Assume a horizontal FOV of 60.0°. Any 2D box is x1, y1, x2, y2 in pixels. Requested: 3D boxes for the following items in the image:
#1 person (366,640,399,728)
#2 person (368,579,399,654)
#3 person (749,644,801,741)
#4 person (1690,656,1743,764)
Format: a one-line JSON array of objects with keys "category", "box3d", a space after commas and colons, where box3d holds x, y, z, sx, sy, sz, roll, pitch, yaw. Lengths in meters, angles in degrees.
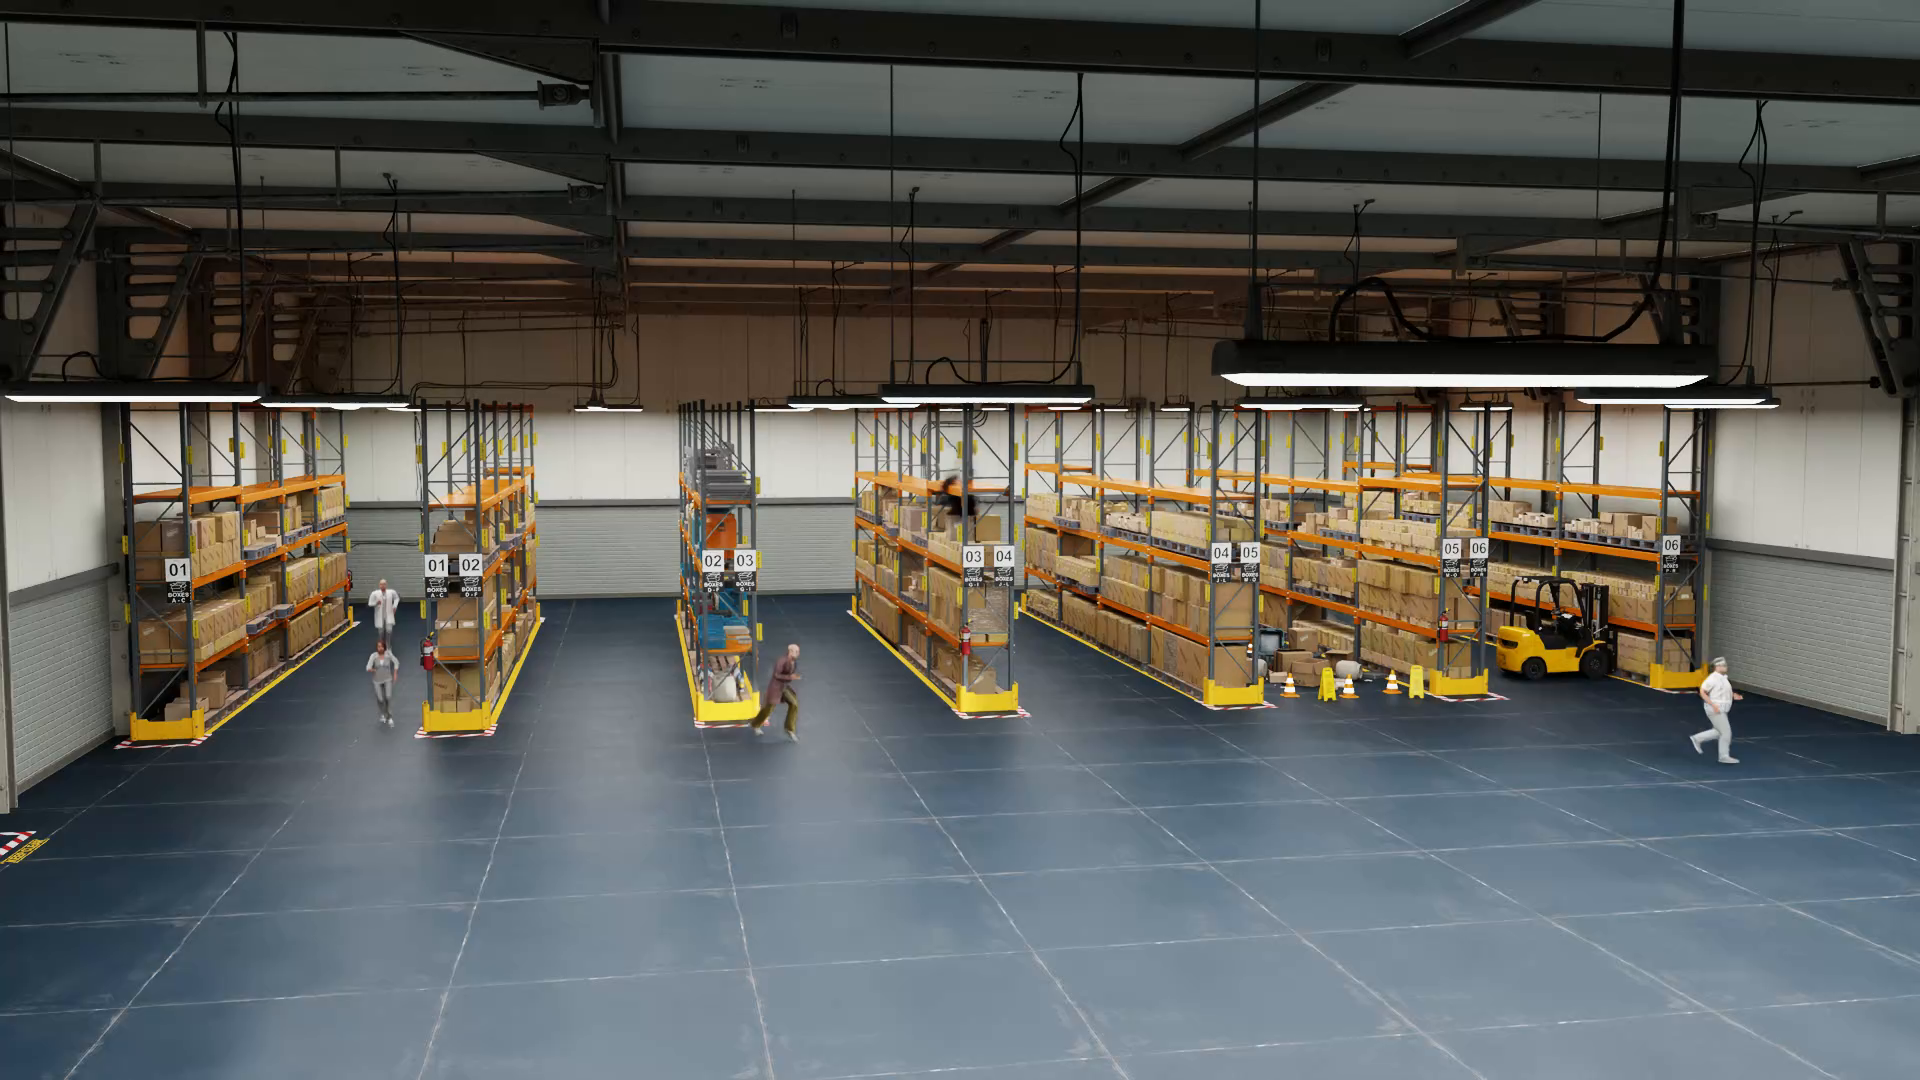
[{"category": "person", "box3d": [-10.604, 2.632, 30.536, 0.564, 1.607, 0.735, -1, 4, -15]}, {"category": "person", "box3d": [-13.670, 1.852, 39.462, 0.692, 1.841, 0.842, -1, 5, -19]}, {"category": "person", "box3d": [-3.235, 2.691, 29.359, 1.078, 1.759, 0.752, 2, 5, 24]}, {"category": "person", "box3d": [12.434, 2.775, 27.382, 0.809, 1.751, 0.666, 4, 6, 41]}]
